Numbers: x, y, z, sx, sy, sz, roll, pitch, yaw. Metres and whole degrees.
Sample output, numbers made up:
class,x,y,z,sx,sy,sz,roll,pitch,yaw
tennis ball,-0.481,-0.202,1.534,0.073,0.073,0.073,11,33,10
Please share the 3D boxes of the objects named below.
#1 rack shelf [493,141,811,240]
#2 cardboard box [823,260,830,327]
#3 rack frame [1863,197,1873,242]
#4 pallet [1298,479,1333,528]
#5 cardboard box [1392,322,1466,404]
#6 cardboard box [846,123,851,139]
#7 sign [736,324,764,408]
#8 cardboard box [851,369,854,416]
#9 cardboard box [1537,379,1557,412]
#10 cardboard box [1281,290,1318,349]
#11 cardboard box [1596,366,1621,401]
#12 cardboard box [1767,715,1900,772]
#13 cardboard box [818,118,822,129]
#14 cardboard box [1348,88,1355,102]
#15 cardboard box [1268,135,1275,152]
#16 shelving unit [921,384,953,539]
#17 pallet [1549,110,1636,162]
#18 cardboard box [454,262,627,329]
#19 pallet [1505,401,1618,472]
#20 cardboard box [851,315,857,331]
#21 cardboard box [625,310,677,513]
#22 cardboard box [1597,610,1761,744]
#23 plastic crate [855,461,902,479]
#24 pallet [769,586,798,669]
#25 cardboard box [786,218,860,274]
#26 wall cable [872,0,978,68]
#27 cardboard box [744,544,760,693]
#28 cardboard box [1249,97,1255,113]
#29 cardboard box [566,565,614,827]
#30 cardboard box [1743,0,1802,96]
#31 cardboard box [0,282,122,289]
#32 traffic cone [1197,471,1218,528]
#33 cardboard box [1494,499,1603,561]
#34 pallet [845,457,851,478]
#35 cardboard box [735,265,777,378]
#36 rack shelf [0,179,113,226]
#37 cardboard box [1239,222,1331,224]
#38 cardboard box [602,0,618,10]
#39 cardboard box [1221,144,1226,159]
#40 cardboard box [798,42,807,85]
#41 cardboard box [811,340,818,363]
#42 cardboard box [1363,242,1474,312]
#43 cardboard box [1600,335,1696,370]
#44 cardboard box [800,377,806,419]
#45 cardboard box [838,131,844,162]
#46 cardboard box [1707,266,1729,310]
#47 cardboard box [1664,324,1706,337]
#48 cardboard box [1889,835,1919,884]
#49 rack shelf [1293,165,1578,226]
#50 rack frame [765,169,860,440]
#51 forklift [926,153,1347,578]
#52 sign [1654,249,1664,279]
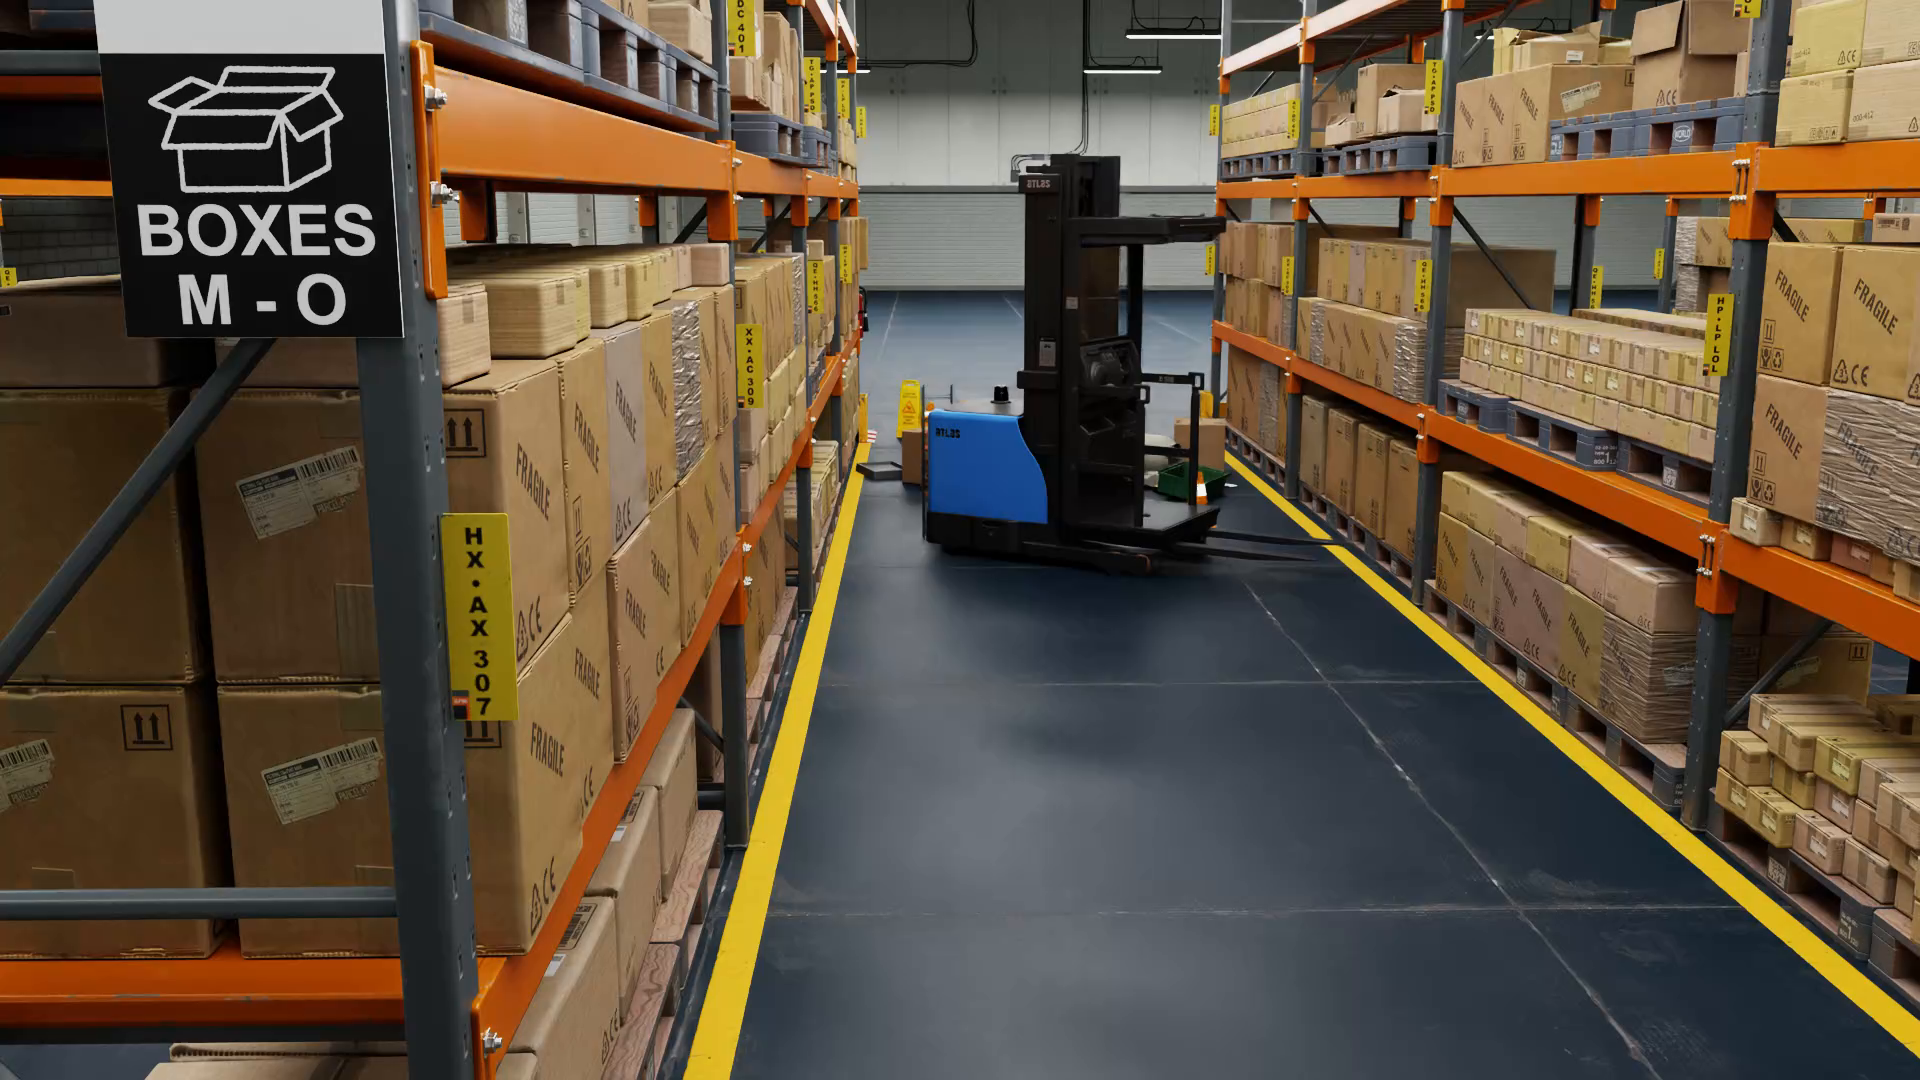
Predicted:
class,x,y,z,sx,sy,sz,roll,pitch,yaw
rack shelf,-1.414,-1.726,8.288,1.077,0.370,4.000,0,11,-1
cardboard box,-1.283,-1.910,12.873,0.500,0.500,0.500,0,11,1
rack frame,8.370,-1.842,14.595,1.000,3.000,0.127,0,11,-1
pallet,3.500,-0.322,14.116,1.003,0.211,1.213,0,11,-1
cardboard box,3.214,-1.184,11.100,0.500,0.500,0.500,0,11,-1
cardboard box,-1.253,-3.963,16.133,0.380,0.149,0.250,0,11,0
sign,-0.818,-0.677,6.474,0.100,0.325,0.005,0,11,-1
cardboard box,-1.325,-1.460,16.685,0.500,0.500,0.500,-1,11,-2
cardboard box,3.329,-0.776,8.915,0.380,0.149,0.250,0,11,0
cardboard box,3.390,-1.989,14.939,0.875,0.550,0.550,0,11,-1
cardboard box,3.346,-0.766,8.118,0.380,0.149,0.250,-1,11,-4
cardboard box,3.321,0.773,6.324,0.380,0.149,0.250,0,11,2
cardboard box,-1.381,-3.288,13.499,0.500,0.250,0.500,0,11,-2
cardboard box,3.730,-4.009,15.050,0.380,0.149,0.250,0,11,-2
cardboard box,3.065,-3.667,15.369,0.380,0.149,0.250,0,11,-1
shelving unit,-0.176,-0.613,13.061,0.258,1.200,0.189,0,11,0
pallet,3.644,-1.959,8.098,1.213,0.211,1.003,0,11,-1
cardboard box,-1.032,-0.603,4.087,0.380,0.149,0.250,0,11,-1
pallet,3.574,-0.559,8.754,1.003,0.211,1.213,0,11,-1
cardboard box,-1.263,-2.248,17.227,0.380,0.149,0.250,0,11,0
cardboard box,-1.062,-0.356,4.502,0.500,0.500,0.500,0,11,-1
cardboard box,3.307,0.622,7.681,0.500,0.500,0.500,0,11,-2
plastic crate,-0.750,-0.686,16.239,0.402,0.080,0.583,-4,12,-21
pallet,-1.514,0.517,9.978,1.003,0.211,1.213,0,11,-1
cardboard box,-1.302,-2.776,15.684,0.700,0.500,0.500,0,11,-2
wall cable,-1.030,-15.134,48.692,3.097,2.526,0.112,0,11,-1
cardboard box,-1.492,0.322,8.216,0.875,0.875,0.875,0,11,0
cardboard box,3.046,-4.258,16.278,0.380,0.149,0.250,0,11,0
cardboard box,-1.051,0.338,3.597,0.500,0.500,0.500,0,11,-2
cardboard box,3.677,-2.052,6.778,0.700,0.500,0.500,0,11,-1
cardboard box,-1.527,-0.394,3.058,0.380,0.149,0.250,0,11,0
traffic cone,1.927,-0.326,13.501,0.336,0.463,0.334,0,11,-1
cardboard box,3.272,-0.058,9.143,0.500,0.250,0.500,0,11,-1
pallet,-1.615,-0.811,16.527,1.003,0.211,1.213,0,11,-1
cardboard box,-1.140,-1.039,7.872,0.500,0.500,0.500,-1,11,-3
rack shelf,-6.459,-2.500,12.103,1.077,0.370,4.000,0,11,-1
cardboard box,3.399,-3.057,17.489,0.875,0.550,0.550,0,11,-1
cardboard box,-1.181,-1.591,4.254,0.500,0.500,0.500,0,11,0
cardboard box,3.013,-4.169,17.845,0.380,0.149,0.250,0,11,-1
cardboard box,-1.296,-2.658,9.758,0.797,0.503,0.637,-1,12,-5
cardboard box,-1.193,-1.320,11.597,0.380,0.149,0.250,0,11,-1
cardboard box,3.457,-1.979,12.503,0.700,0.500,0.500,0,11,-2
cardboard box,3.354,-0.911,8.083,0.380,0.149,0.250,-1,11,-3
cardboard box,-1.185,-0.833,9.999,0.500,0.250,0.500,-1,11,-3
cardboard box,-1.273,-3.432,14.518,0.500,0.250,0.500,0,11,-2
cardboard box,8.402,-2.624,17.447,0.875,0.500,0.500,0,11,-1
cardboard box,3.985,-1.068,8.860,0.380,0.149,0.250,0,11,2
cardboard box,3.383,1.074,5.586,0.380,0.149,0.250,0,11,1
rack shelf,3.451,-2.562,12.407,1.077,0.370,4.000,0,11,-1
rack frame,-1.620,-2.596,18.313,1.000,3.000,0.127,0,11,-1
forklift,1.277,-1.291,12.049,3.031,2.935,1.130,7,13,30
sign,7.745,-3.059,18.417,0.100,0.325,0.005,0,11,-1
